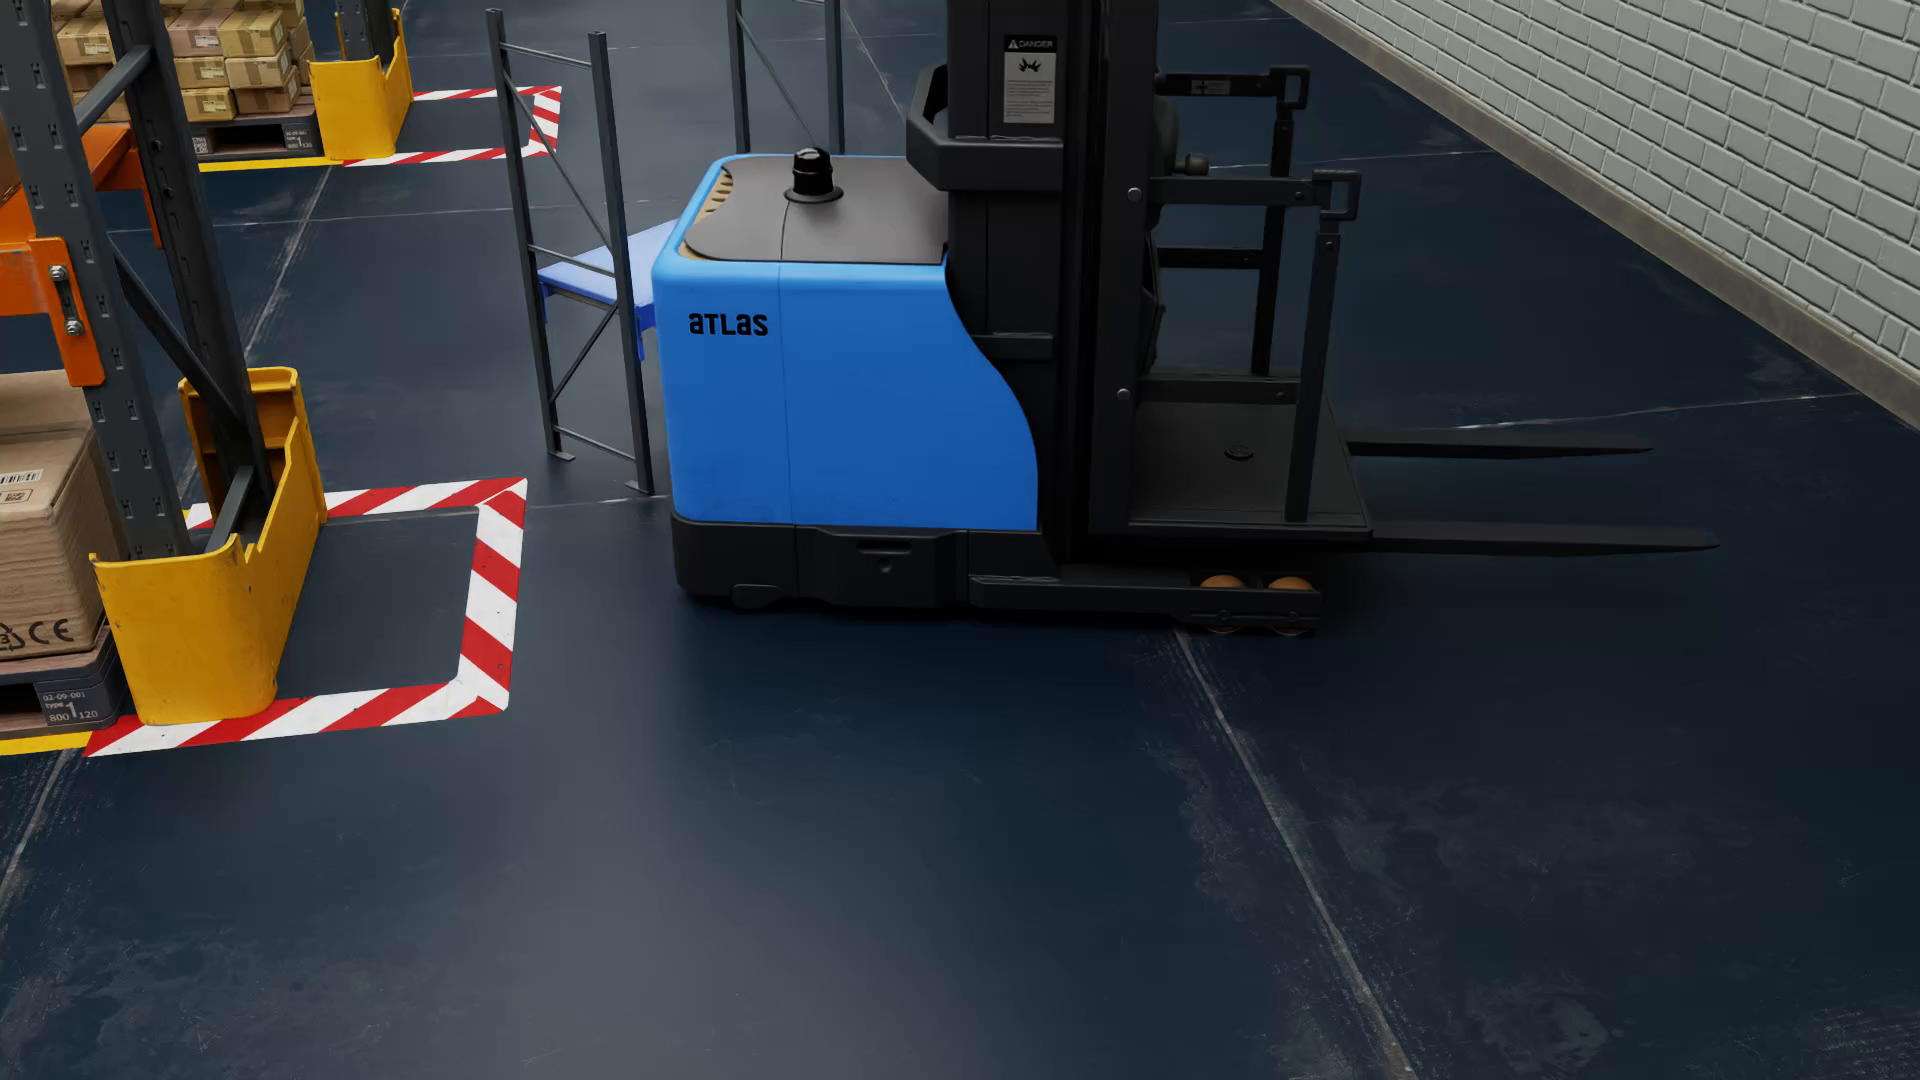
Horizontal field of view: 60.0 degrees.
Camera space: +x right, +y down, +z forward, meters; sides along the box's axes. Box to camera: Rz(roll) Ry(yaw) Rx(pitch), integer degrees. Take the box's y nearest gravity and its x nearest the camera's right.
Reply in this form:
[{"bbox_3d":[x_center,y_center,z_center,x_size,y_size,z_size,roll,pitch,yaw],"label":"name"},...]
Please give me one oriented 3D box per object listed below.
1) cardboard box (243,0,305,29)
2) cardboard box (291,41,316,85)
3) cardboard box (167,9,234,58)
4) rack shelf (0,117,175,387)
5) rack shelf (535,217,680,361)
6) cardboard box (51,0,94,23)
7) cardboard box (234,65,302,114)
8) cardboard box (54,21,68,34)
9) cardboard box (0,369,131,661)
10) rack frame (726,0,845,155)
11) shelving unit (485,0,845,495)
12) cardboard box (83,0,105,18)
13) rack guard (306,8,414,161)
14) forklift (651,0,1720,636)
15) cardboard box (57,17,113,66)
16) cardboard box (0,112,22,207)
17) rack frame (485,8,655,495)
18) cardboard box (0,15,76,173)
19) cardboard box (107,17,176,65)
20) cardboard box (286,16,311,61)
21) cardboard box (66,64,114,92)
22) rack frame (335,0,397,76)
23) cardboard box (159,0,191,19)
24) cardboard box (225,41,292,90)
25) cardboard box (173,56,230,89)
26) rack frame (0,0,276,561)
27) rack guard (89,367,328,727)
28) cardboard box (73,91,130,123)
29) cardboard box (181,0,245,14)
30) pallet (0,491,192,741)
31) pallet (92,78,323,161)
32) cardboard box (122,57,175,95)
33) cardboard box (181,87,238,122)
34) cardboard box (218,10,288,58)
[{"bbox_3d":[-3.715,-2.887,9.012,0.250,0.149,0.380,-7,31,-11],"label":"cardboard box"},{"bbox_3d":[-3.711,-2.621,9.146,0.250,0.149,0.380,-5,31,-8],"label":"cardboard box"},{"bbox_3d":[-3.871,-2.596,8.518,0.250,0.149,0.380,-5,31,-8],"label":"cardboard box"},{"bbox_3d":[-4.114,-0.605,4.030,4.000,0.370,1.077,-5,31,-9],"label":"rack shelf"},{"bbox_3d":[-0.914,-0.927,5.702,0.538,0.185,1.000,21,36,32],"label":"rack shelf"},{"bbox_3d":[-4.739,-2.758,8.793,0.250,0.149,0.380,-4,31,-7],"label":"cardboard box"},{"bbox_3d":[-3.618,-2.357,8.697,0.250,0.149,0.380,-5,31,-8],"label":"cardboard box"},{"bbox_3d":[-4.623,-2.465,8.294,0.250,0.149,0.380,-4,31,-7],"label":"cardboard box"},{"bbox_3d":[-2.778,-0.064,4.514,0.875,0.438,0.875,-6,31,-11],"label":"cardboard box"},{"bbox_3d":[-0.605,-1.287,5.959,0.500,1.500,0.032,21,36,32],"label":"rack frame"},{"bbox_3d":[-0.914,-1.082,5.611,0.538,1.500,1.048,21,36,32],"label":"shelving unit"},{"bbox_3d":[-4.464,-2.779,8.828,0.250,0.149,0.380,-7,31,-11],"label":"cardboard box"},{"bbox_3d":[-3.213,-2.472,8.961,0.348,0.500,1.175,-5,31,-9],"label":"rack guard"},{"bbox_3d":[0.696,-1.267,4.513,3.031,2.935,1.130,2,30,3],"label":"forklift"},{"bbox_3d":[-4.369,-2.517,8.383,0.250,0.149,0.380,-7,31,-11],"label":"cardboard box"},{"bbox_3d":[-2.574,-0.965,3.833,0.500,0.500,0.500,-5,31,-9],"label":"cardboard box"},{"bbox_3d":[-1.222,-0.877,5.263,0.500,1.500,0.032,21,36,32],"label":"rack frame"},{"bbox_3d":[-2.671,-1.240,4.302,0.500,0.500,0.500,-6,31,-9],"label":"cardboard box"},{"bbox_3d":[-4.102,-2.509,8.370,0.250,0.149,0.380,-6,31,-10],"label":"cardboard box"},{"bbox_3d":[-3.700,-2.717,9.017,0.250,0.149,0.380,-4,31,-7],"label":"cardboard box"},{"bbox_3d":[-4.399,-2.425,8.520,0.250,0.149,0.380,-6,31,-10],"label":"cardboard box"},{"bbox_3d":[-3.138,-3.557,8.340,0.127,3.000,1.000,-5,31,-9],"label":"rack frame"},{"bbox_3d":[-4.235,-2.843,8.936,0.250,0.149,0.380,-5,31,-9],"label":"cardboard box"},{"bbox_3d":[-3.606,-2.447,8.556,0.250,0.149,0.380,-6,31,-10],"label":"cardboard box"},{"bbox_3d":[-3.873,-2.450,8.562,0.250,0.149,0.380,-6,31,-10],"label":"cardboard box"},{"bbox_3d":[-2.147,-1.098,4.158,0.127,3.000,1.000,-5,31,-9],"label":"rack frame"},{"bbox_3d":[-2.123,-0.023,4.795,0.348,0.500,1.175,-5,31,-9],"label":"rack guard"},{"bbox_3d":[-4.369,-2.273,8.554,0.250,0.149,0.380,-5,31,-8],"label":"cardboard box"},{"bbox_3d":[-3.964,-2.802,8.867,0.250,0.149,0.380,-5,31,-8],"label":"cardboard box"},{"bbox_3d":[-2.919,0.216,4.674,1.213,0.211,1.003,-5,31,-9],"label":"pallet"},{"bbox_3d":[-4.018,-2.291,8.938,1.213,0.211,1.003,-5,31,-9],"label":"pallet"},{"bbox_3d":[-4.117,-2.398,8.474,0.250,0.149,0.380,-7,31,-11],"label":"cardboard box"},{"bbox_3d":[-3.853,-2.283,8.571,0.250,0.149,0.380,-4,31,-7],"label":"cardboard box"},{"bbox_3d":[-3.613,-2.591,8.508,0.250,0.149,0.380,-5,31,-8],"label":"cardboard box"}]
